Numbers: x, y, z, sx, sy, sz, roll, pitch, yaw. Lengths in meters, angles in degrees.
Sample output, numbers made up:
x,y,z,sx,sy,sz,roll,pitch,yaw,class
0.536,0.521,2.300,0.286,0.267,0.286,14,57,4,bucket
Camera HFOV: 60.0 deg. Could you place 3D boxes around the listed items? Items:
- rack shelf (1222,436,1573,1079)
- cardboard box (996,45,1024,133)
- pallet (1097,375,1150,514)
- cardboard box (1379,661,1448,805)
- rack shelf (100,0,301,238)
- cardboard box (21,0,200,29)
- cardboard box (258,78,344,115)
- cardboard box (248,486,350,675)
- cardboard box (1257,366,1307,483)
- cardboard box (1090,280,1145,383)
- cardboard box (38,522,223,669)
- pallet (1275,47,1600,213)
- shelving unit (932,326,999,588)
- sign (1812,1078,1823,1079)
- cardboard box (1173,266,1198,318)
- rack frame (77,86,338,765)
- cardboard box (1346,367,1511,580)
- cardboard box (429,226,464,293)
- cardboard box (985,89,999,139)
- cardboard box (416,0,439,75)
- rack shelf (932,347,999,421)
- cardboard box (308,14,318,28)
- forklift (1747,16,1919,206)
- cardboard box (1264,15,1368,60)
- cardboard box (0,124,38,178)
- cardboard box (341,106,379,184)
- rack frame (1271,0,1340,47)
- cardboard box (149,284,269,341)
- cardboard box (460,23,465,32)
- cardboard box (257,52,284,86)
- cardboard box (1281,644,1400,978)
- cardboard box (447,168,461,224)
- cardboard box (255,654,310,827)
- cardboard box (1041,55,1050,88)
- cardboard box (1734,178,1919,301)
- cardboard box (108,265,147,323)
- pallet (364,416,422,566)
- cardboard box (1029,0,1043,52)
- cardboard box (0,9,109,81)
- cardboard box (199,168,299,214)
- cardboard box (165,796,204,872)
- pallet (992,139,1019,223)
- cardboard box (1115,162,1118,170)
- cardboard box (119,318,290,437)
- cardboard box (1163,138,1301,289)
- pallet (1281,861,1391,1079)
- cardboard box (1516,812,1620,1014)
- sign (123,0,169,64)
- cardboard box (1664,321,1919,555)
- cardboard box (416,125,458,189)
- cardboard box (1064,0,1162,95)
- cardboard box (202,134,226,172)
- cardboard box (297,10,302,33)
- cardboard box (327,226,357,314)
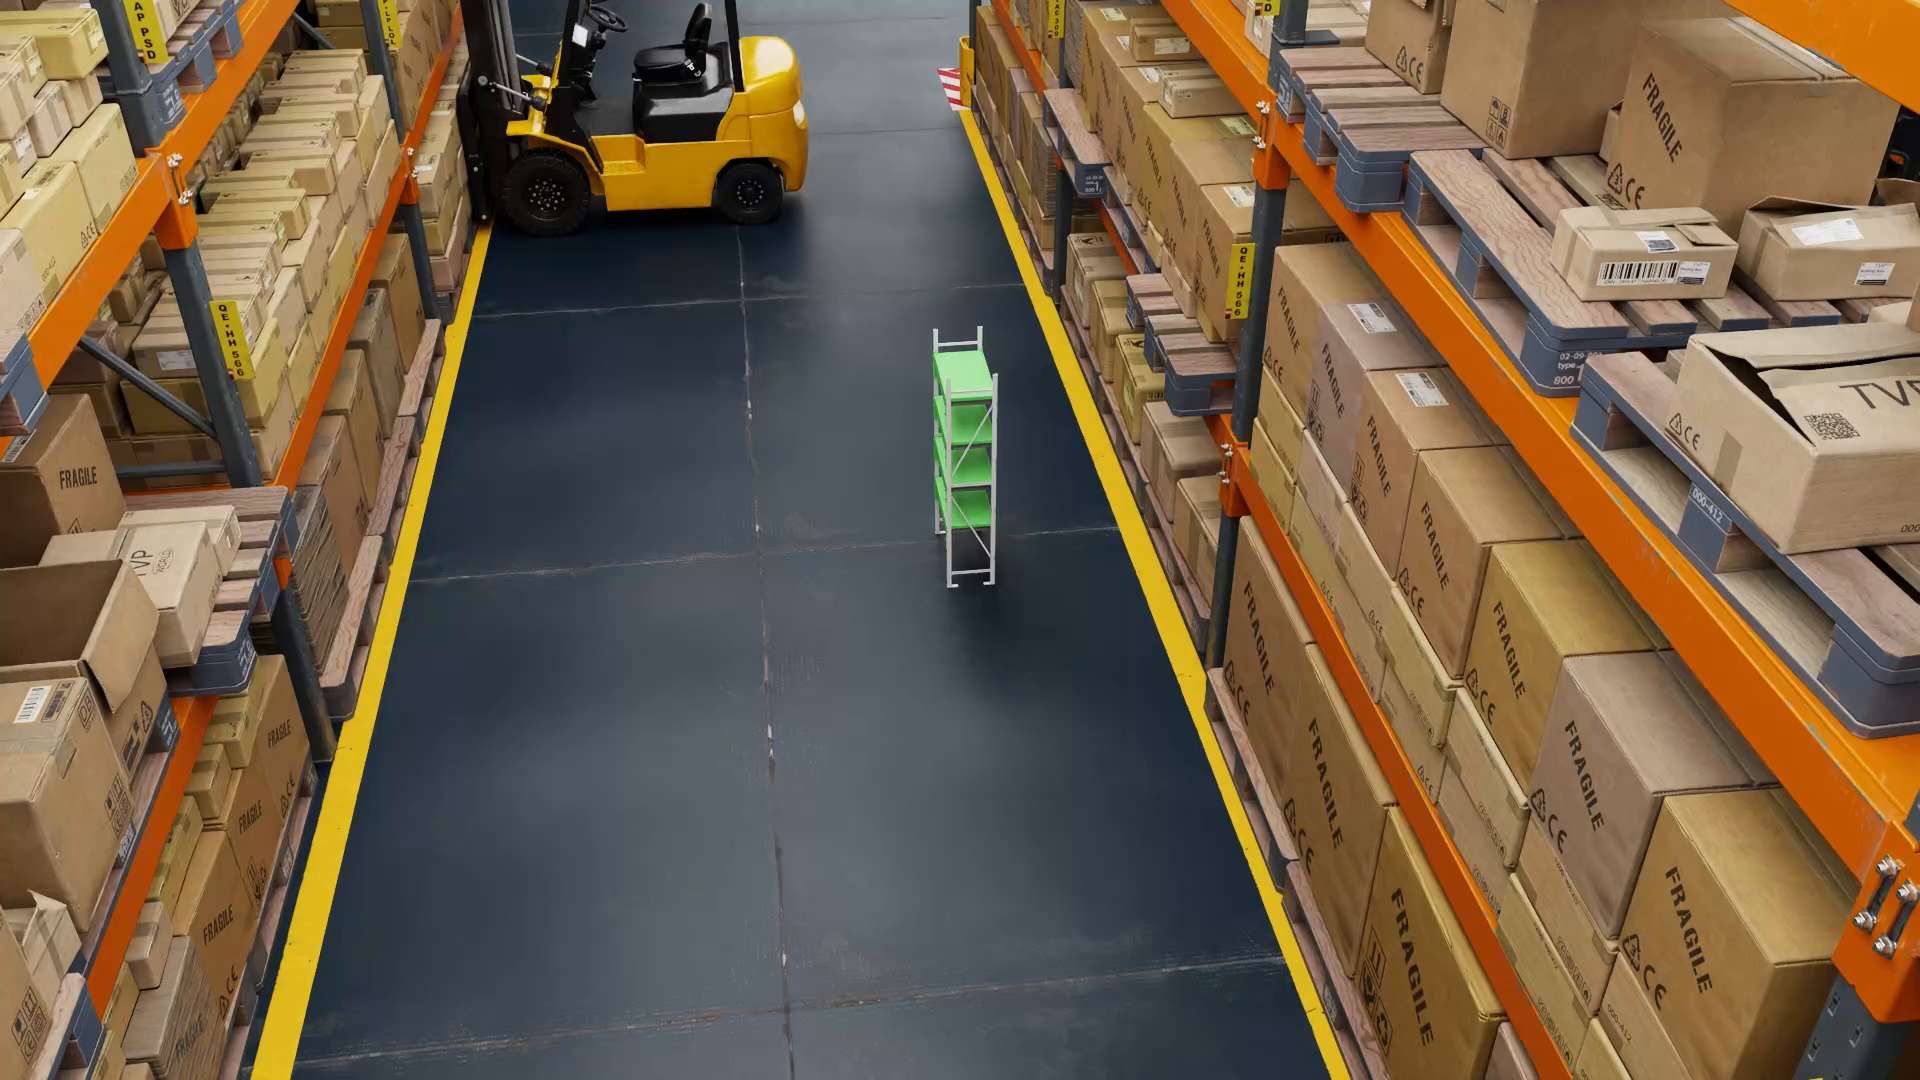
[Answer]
x,y,z,sx,sy,sz,roll,pitch,yaw,class
1.926,0.782,5.578,1.077,0.370,4.000,-4,35,-6,rack shelf
0.554,-3.387,12.459,0.500,0.500,0.500,-4,34,-5,cardboard box
1.393,-0.595,9.436,1.003,0.211,1.213,-4,35,-6,pallet
1.695,0.576,5.375,0.500,0.250,0.500,-4,35,-6,cardboard box
-3.530,-2.312,7.454,1.077,0.370,4.000,-4,35,-6,rack shelf
-3.117,-2.172,6.060,0.500,0.500,0.500,-4,34,-6,cardboard box
-3.499,-2.338,8.853,0.380,0.149,0.250,-4,35,-6,cardboard box
-3.331,0.205,7.521,0.875,0.625,0.625,-3,34,-5,cardboard box
1.481,-0.475,6.473,0.500,0.250,0.500,-5,35,-7,cardboard box
1.292,-1.258,9.893,0.950,0.372,0.625,-2,34,-3,cardboard box
-2.798,0.199,5.555,0.500,0.250,0.500,-6,35,-9,cardboard box
1.796,-1.438,5.701,1.213,0.211,1.003,-3,34,-4,pallet
0.022,-0.403,8.277,0.258,1.200,0.503,-4,35,-6,shelving unit
1.659,1.201,3.366,0.100,0.325,0.005,-4,35,-6,sign
1.194,-1.148,7.621,0.380,0.149,0.250,-5,35,-7,cardboard box
-3.261,-0.254,6.459,1.000,3.000,0.127,-4,35,-6,rack frame
1.612,-0.227,5.442,0.500,0.500,0.500,-3,34,-5,cardboard box
-3.536,-1.818,10.823,0.500,0.250,0.500,-4,34,-6,cardboard box
0.477,-3.377,13.110,0.500,0.250,0.500,-3,34,-5,cardboard box
-3.755,-3.366,10.938,0.500,0.500,0.500,-5,35,-7,cardboard box
0.022,-0.747,8.042,0.258,0.148,0.480,-4,35,-6,rack shelf
-4.190,-3.036,10.452,0.500,0.500,0.500,-4,34,-6,cardboard box
3.842,-1.265,8.004,1.130,2.935,3.031,23,41,30,forklift
1.407,-1.927,6.474,0.380,0.149,0.250,-4,35,-6,cardboard box
-2.949,-1.122,4.848,0.380,0.149,0.250,-4,34,-5,cardboard box
-3.403,-2.089,8.841,0.500,0.250,0.500,-5,35,-8,cardboard box
1.657,-3.111,5.324,1.000,3.000,0.127,-4,35,-6,rack frame
-3.049,-0.912,6.760,0.380,0.149,0.250,-4,34,-5,cardboard box
-3.966,-3.935,13.042,0.500,0.250,0.500,-3,34,-5,cardboard box
-3.964,-2.583,9.212,0.380,0.149,0.250,-5,35,-7,cardboard box
1.784,0.962,6.188,0.875,0.875,0.875,-4,34,-6,cardboard box
-3.628,-2.304,11.092,0.500,0.250,0.500,-5,35,-7,cardboard box
-2.991,0.825,6.722,0.500,0.500,0.500,-3,34,-5,cardboard box
0.734,-3.055,10.792,0.380,0.149,0.250,-4,34,-5,cardboard box
2.296,-0.803,4.348,0.396,0.266,0.258,-2,34,-2,cardboard box
-3.625,-1.016,6.912,0.380,0.149,0.250,-4,35,-6,cardboard box
-3.494,-0.243,8.919,1.003,0.211,1.213,-4,35,-6,pallet
0.737,-3.544,10.934,0.500,0.500,0.500,-3,34,-5,cardboard box
-2.921,-1.550,5.212,0.380,0.149,0.250,-3,34,-5,cardboard box
-3.327,-1.621,7.800,0.380,0.149,0.250,-4,35,-6,cardboard box
-2.894,1.045,5.824,0.380,0.149,0.250,-3,34,-5,cardboard box
0.827,-2.766,12.621,1.003,0.211,1.213,-4,35,-6,pallet
1.044,-2.024,8.907,0.380,0.149,0.250,-4,34,-6,cardboard box
-3.054,-0.666,6.753,0.500,0.250,0.500,-4,35,-6,cardboard box
1.240,-1.490,7.547,0.500,0.500,0.500,-5,35,-7,cardboard box
1.849,1.645,6.148,1.003,0.211,1.213,-4,35,-6,pallet
1.820,0.950,4.382,0.500,0.250,0.500,-4,34,-5,cardboard box
-2.723,-1.747,5.527,0.100,0.325,0.005,-4,35,-6,sign
1.869,-0.252,3.499,0.500,0.311,0.500,-4,35,-6,cardboard box
-3.612,-2.516,10.959,0.500,0.250,0.500,-4,35,-6,cardboard box
0.898,-2.918,9.643,0.500,0.500,0.500,-4,34,-5,cardboard box
-3.845,-1.867,8.162,0.380,0.149,0.250,-5,35,-7,cardboard box
-4.165,-3.092,9.959,0.380,0.149,0.250,-5,35,-8,cardboard box
-3.285,-1.315,8.150,0.500,0.250,0.500,-3,34,-5,cardboard box
